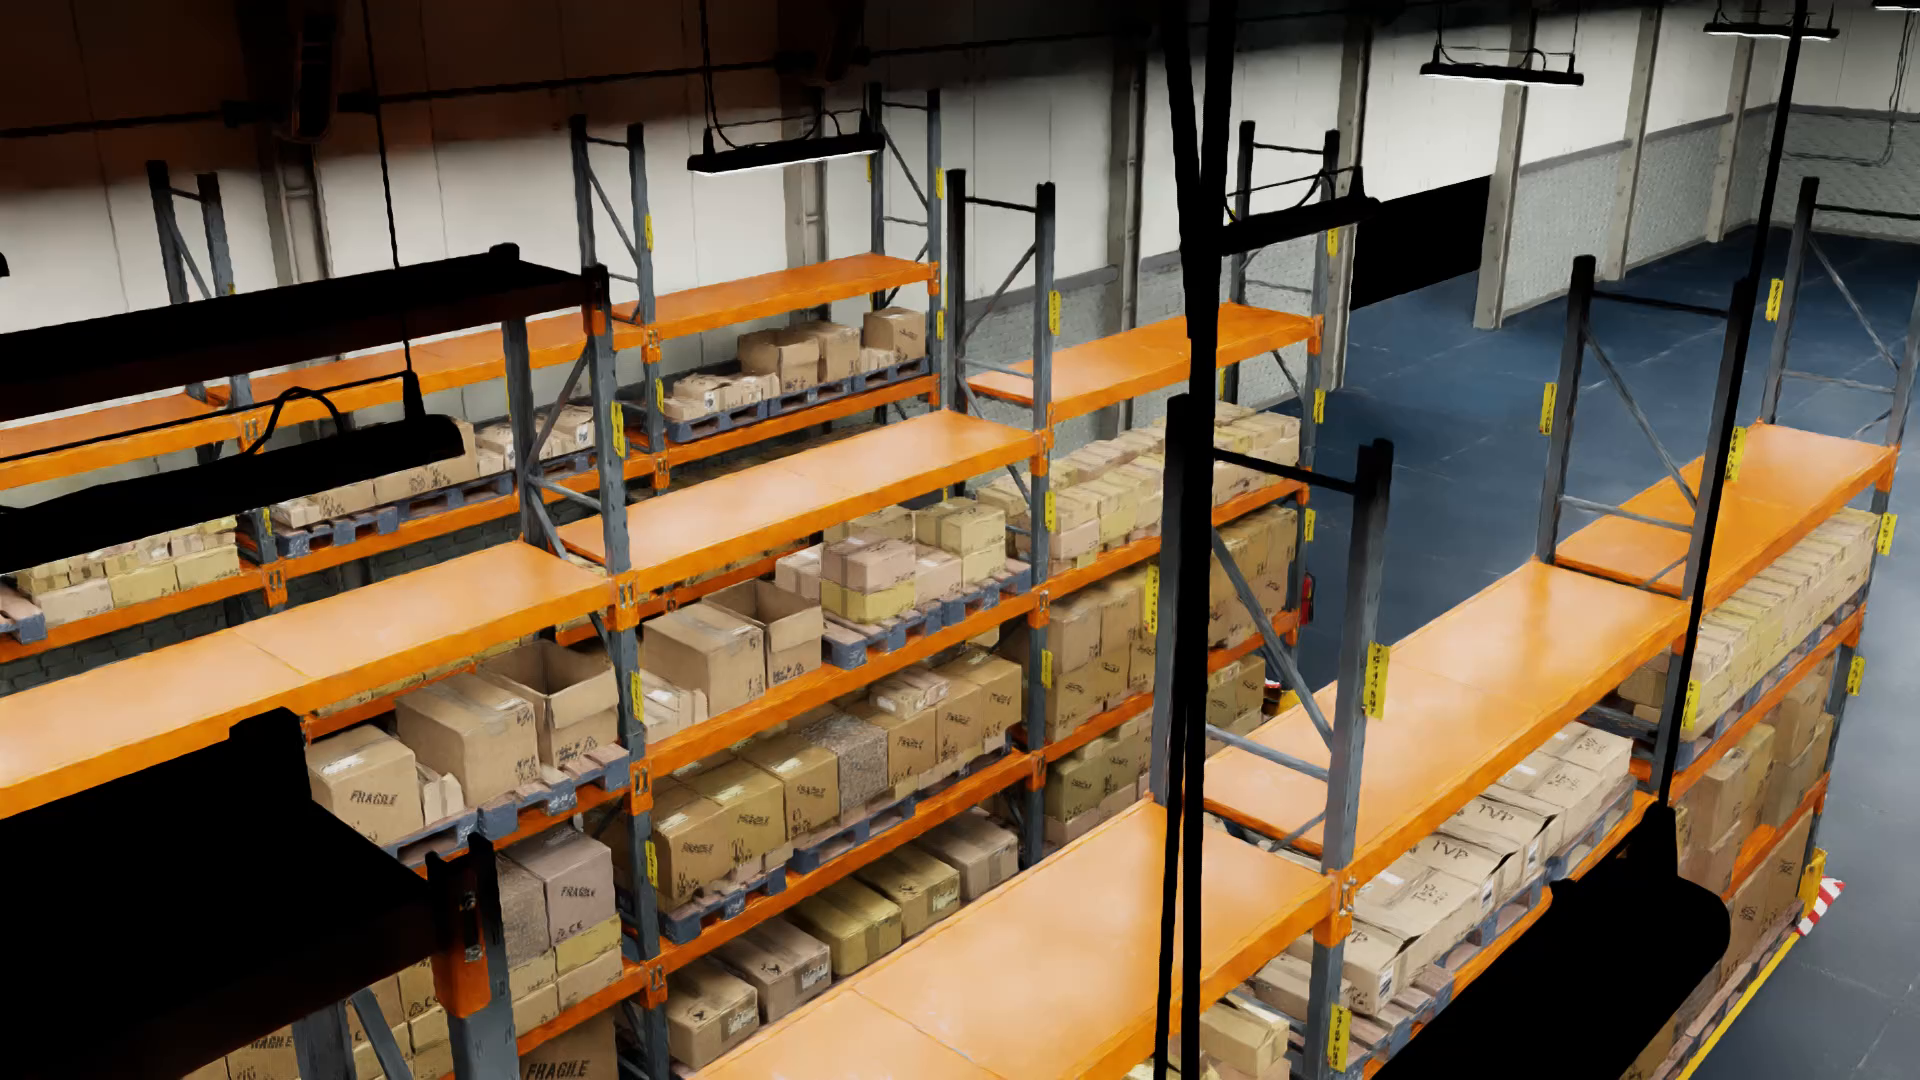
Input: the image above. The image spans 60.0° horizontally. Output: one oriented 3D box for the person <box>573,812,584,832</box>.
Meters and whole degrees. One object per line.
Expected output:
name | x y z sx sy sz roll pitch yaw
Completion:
person | -3.101 2.429 13.306 0.588 1.759 0.504 -6 22 -16
